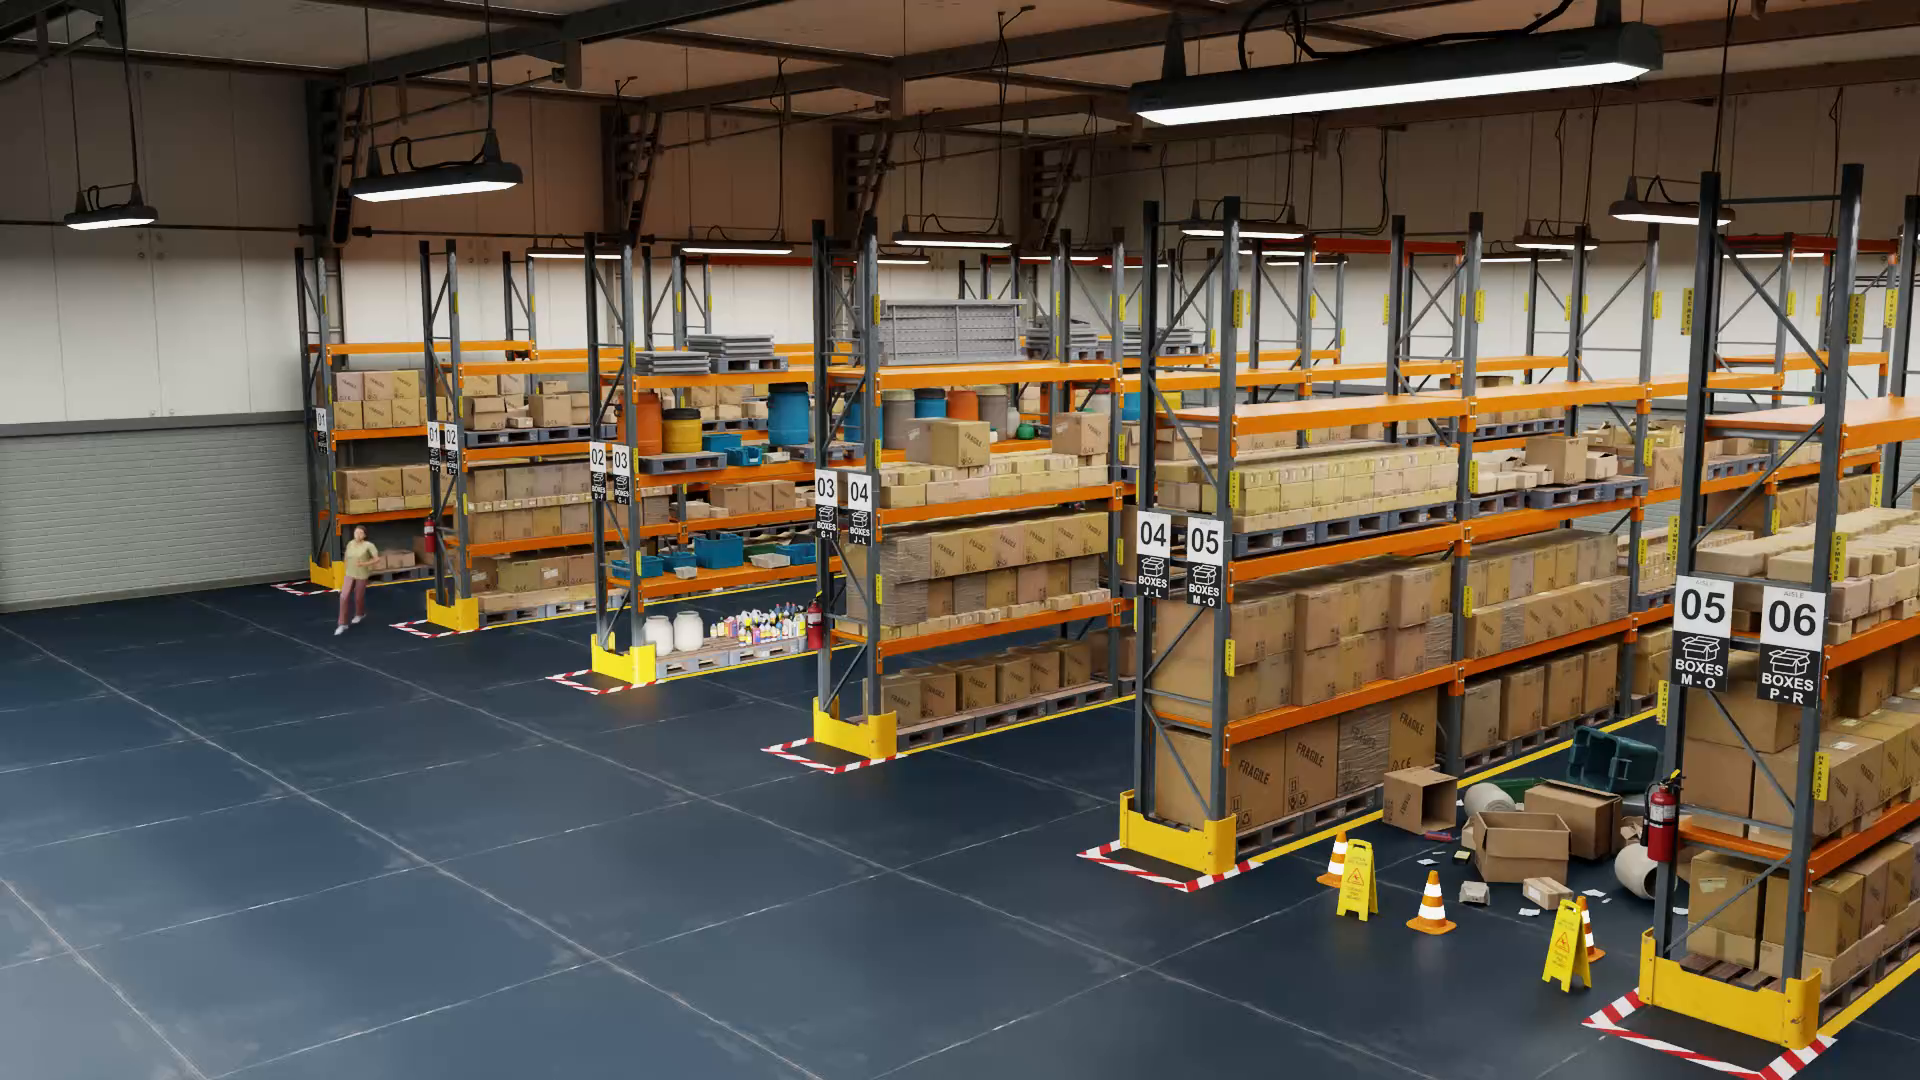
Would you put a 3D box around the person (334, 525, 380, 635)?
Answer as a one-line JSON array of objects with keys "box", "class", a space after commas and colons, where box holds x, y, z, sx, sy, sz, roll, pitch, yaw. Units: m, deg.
[{"box": [-9.307, 0.581, 25.844, 0.625, 1.673, 0.889, 0, 8, 0], "class": "person"}]

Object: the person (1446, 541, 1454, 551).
[{"box": [7.316, 0.733, 24.558, 0.637, 1.656, 0.907, 6, 10, 36], "class": "person"}]
